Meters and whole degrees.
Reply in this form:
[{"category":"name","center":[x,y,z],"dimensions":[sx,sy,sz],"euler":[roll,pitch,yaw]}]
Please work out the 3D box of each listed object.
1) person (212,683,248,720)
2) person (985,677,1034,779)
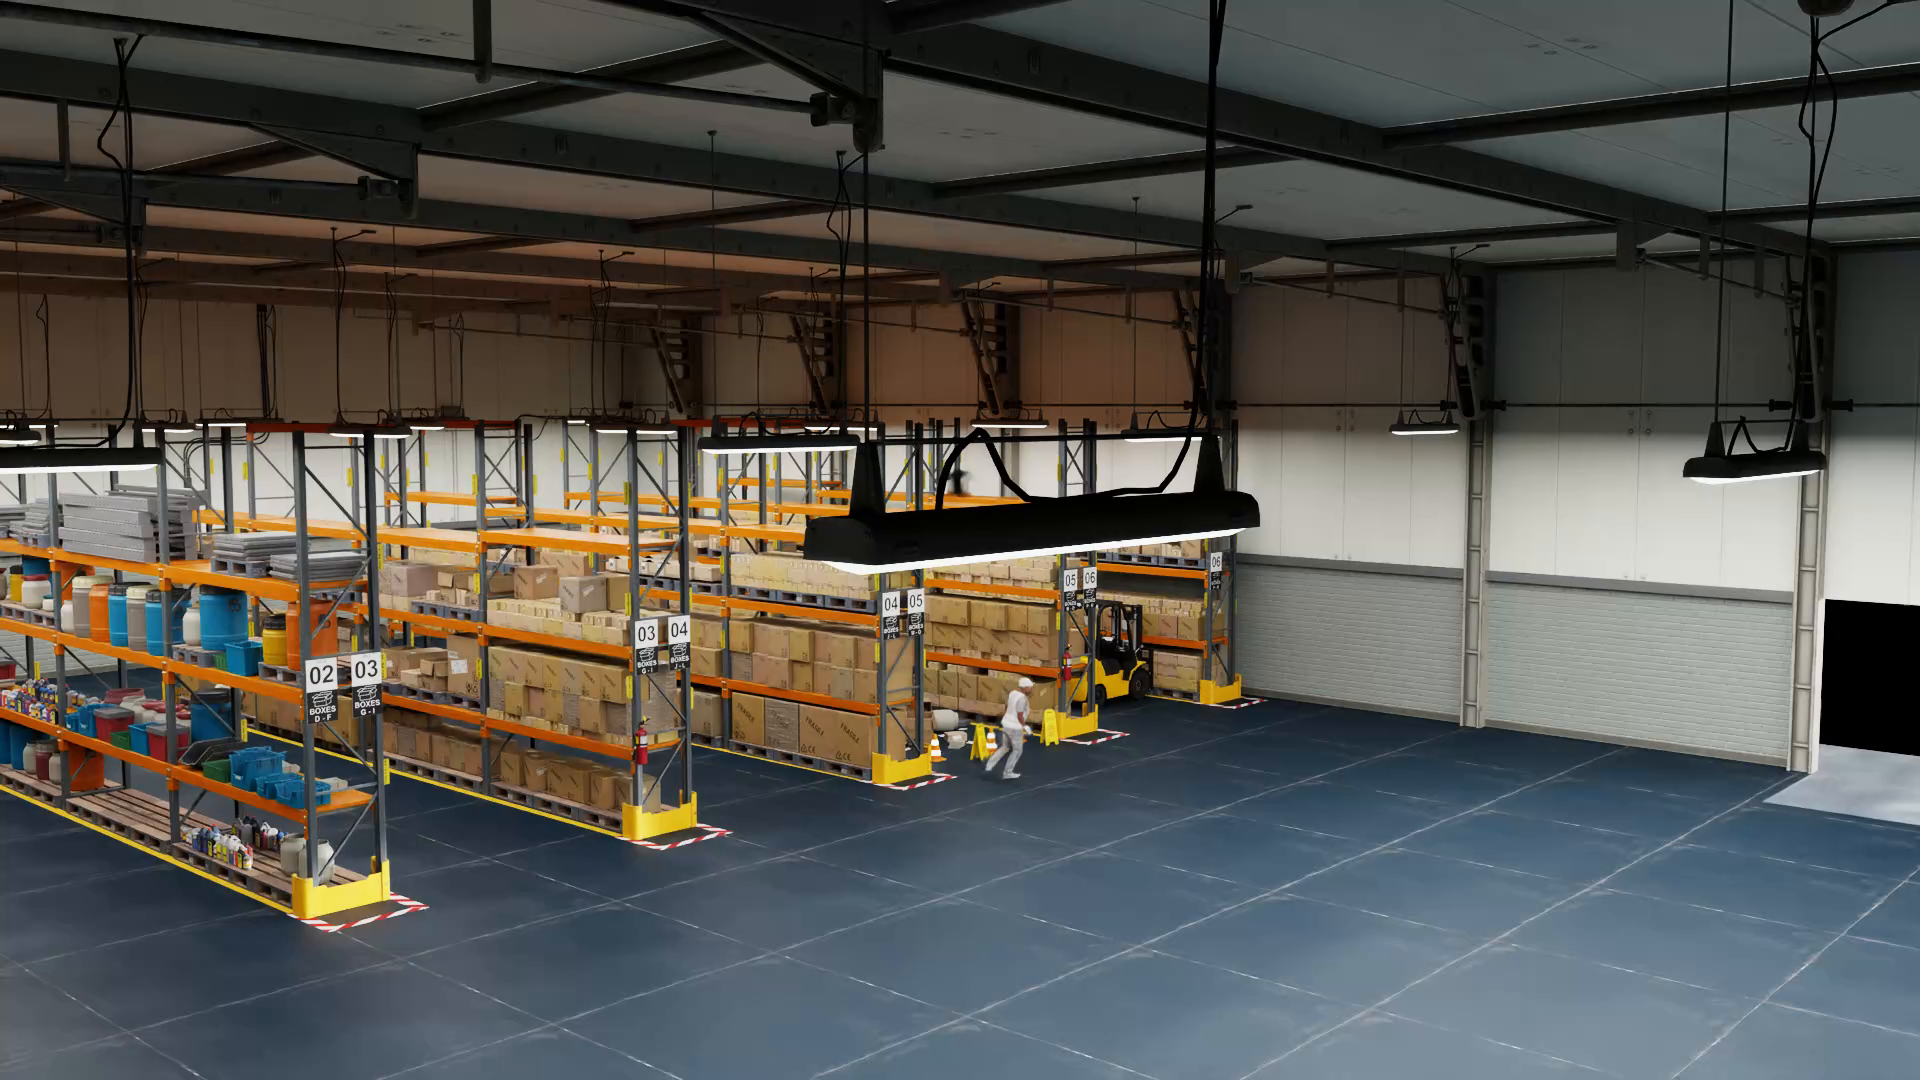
[{"category":"person","center":[-13.481,3.098,30.685],"dimensions":[0.849,1.488,0.632],"euler":[3,5,31]},{"category":"person","center":[0.848,3.181,28.115],"dimensions":[0.803,1.719,0.672],"euler":[-2,5,-20]}]
